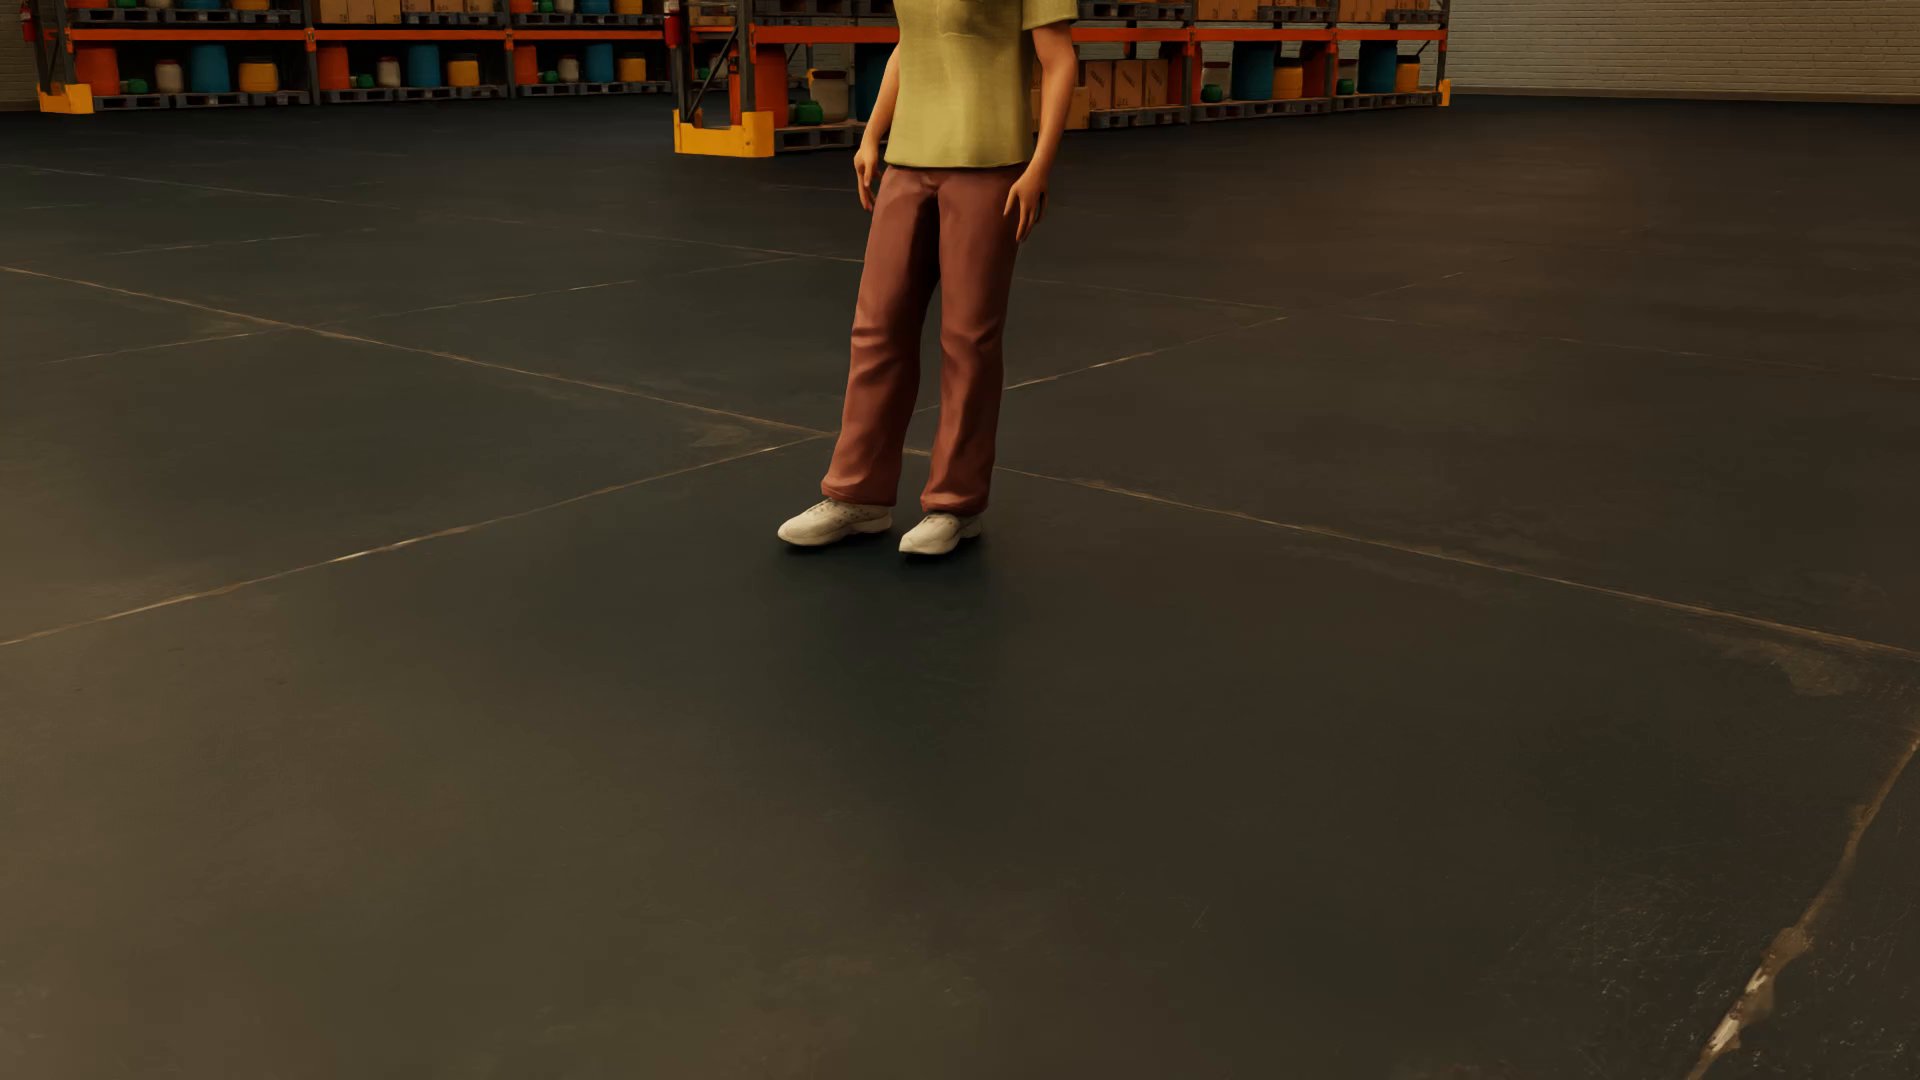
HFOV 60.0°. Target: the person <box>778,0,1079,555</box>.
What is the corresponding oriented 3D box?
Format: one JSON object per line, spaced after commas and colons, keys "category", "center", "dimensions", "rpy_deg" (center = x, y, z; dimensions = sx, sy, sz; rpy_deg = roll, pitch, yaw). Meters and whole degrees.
{"category": "person", "center": [-0.056, -0.789, 3.650], "dimensions": [0.553, 1.663, 0.548], "rpy_deg": [13, 21, 37]}
